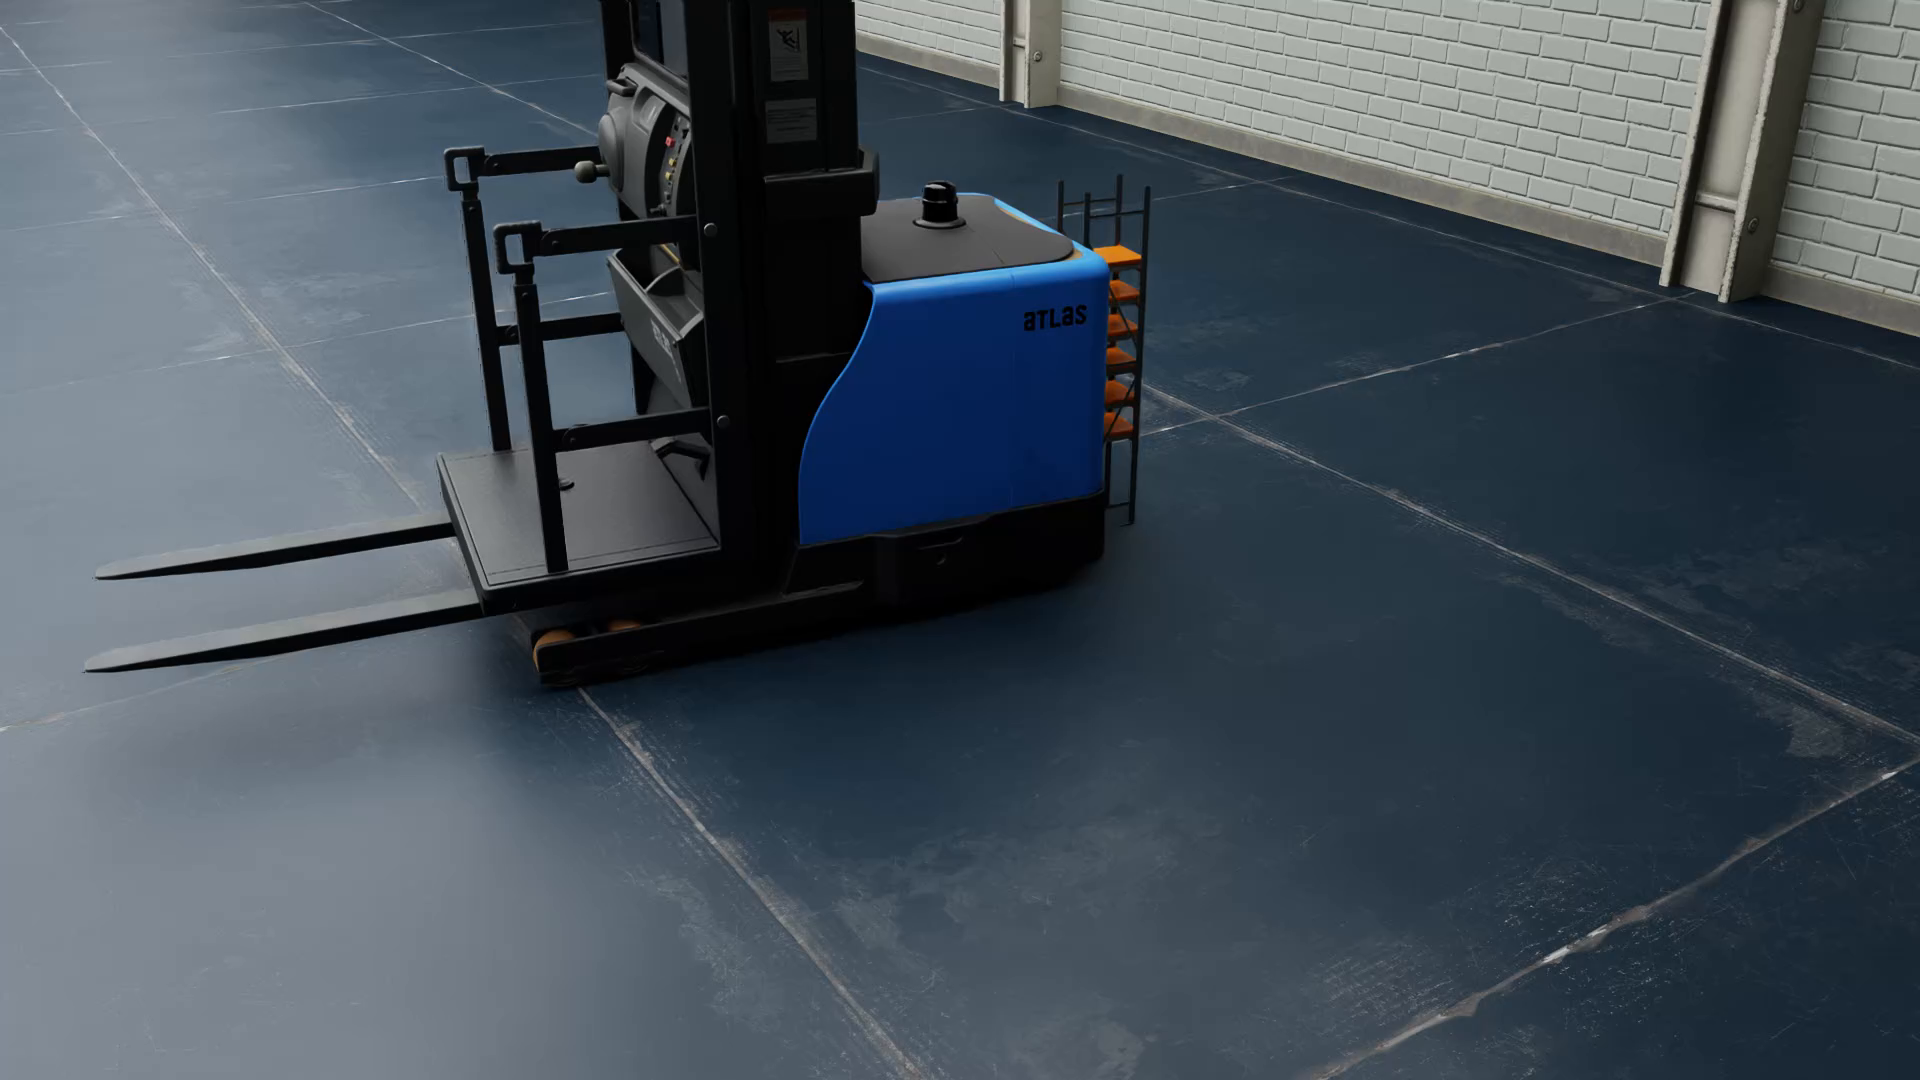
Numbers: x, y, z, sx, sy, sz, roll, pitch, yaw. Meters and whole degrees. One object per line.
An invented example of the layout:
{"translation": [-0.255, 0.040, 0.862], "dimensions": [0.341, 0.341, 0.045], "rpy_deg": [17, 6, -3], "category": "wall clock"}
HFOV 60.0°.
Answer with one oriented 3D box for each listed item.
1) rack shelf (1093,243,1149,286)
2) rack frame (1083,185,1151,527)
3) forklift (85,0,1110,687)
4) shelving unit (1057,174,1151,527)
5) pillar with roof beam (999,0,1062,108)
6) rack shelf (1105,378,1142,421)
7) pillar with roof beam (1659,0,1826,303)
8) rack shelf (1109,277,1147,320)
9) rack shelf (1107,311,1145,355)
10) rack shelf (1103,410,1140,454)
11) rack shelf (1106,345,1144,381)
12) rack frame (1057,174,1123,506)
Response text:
{"translation": [0.467, -0.900, 5.511], "dimensions": [0.258, 0.103, 0.180], "rpy_deg": [-11, 27, -22], "category": "rack shelf"}
{"translation": [0.504, -0.579, 5.570], "dimensions": [0.240, 1.200, 0.006], "rpy_deg": [-11, 27, -22], "category": "rack frame"}
{"translation": [-1.093, -1.153, 4.760], "dimensions": [3.031, 2.935, 1.130], "rpy_deg": [-10, 27, -21], "category": "forklift"}
{"translation": [0.467, -0.614, 5.646], "dimensions": [0.258, 1.200, 0.189], "rpy_deg": [-11, 27, -22], "category": "shelving unit"}
{"translation": [-3.063, -6.490, 8.957], "dimensions": [9.100, 9.000, 0.400], "rpy_deg": [-16, 29, -30], "category": "pillar with roof beam"}
{"translation": [0.467, -0.466, 5.716], "dimensions": [0.258, 0.103, 0.180], "rpy_deg": [-11, 27, -22], "category": "rack shelf"}
{"translation": [0.212, -4.344, 4.411], "dimensions": [9.100, 9.000, 0.400], "rpy_deg": [-16, 29, -30], "category": "pillar with roof beam"}
{"translation": [0.467, -0.791, 5.562], "dimensions": [0.258, 0.103, 0.180], "rpy_deg": [-11, 27, -22], "category": "rack shelf"}
{"translation": [0.467, -0.683, 5.613], "dimensions": [0.258, 0.103, 0.180], "rpy_deg": [-11, 27, -22], "category": "rack shelf"}
{"translation": [0.467, -0.357, 5.767], "dimensions": [0.258, 0.103, 0.180], "rpy_deg": [-11, 27, -22], "category": "rack shelf"}
{"translation": [0.467, -0.574, 5.665], "dimensions": [0.258, 0.103, 0.180], "rpy_deg": [-11, 27, -22], "category": "rack shelf"}
{"translation": [0.429, -0.650, 5.721], "dimensions": [0.240, 1.200, 0.006], "rpy_deg": [-11, 27, -22], "category": "rack frame"}
